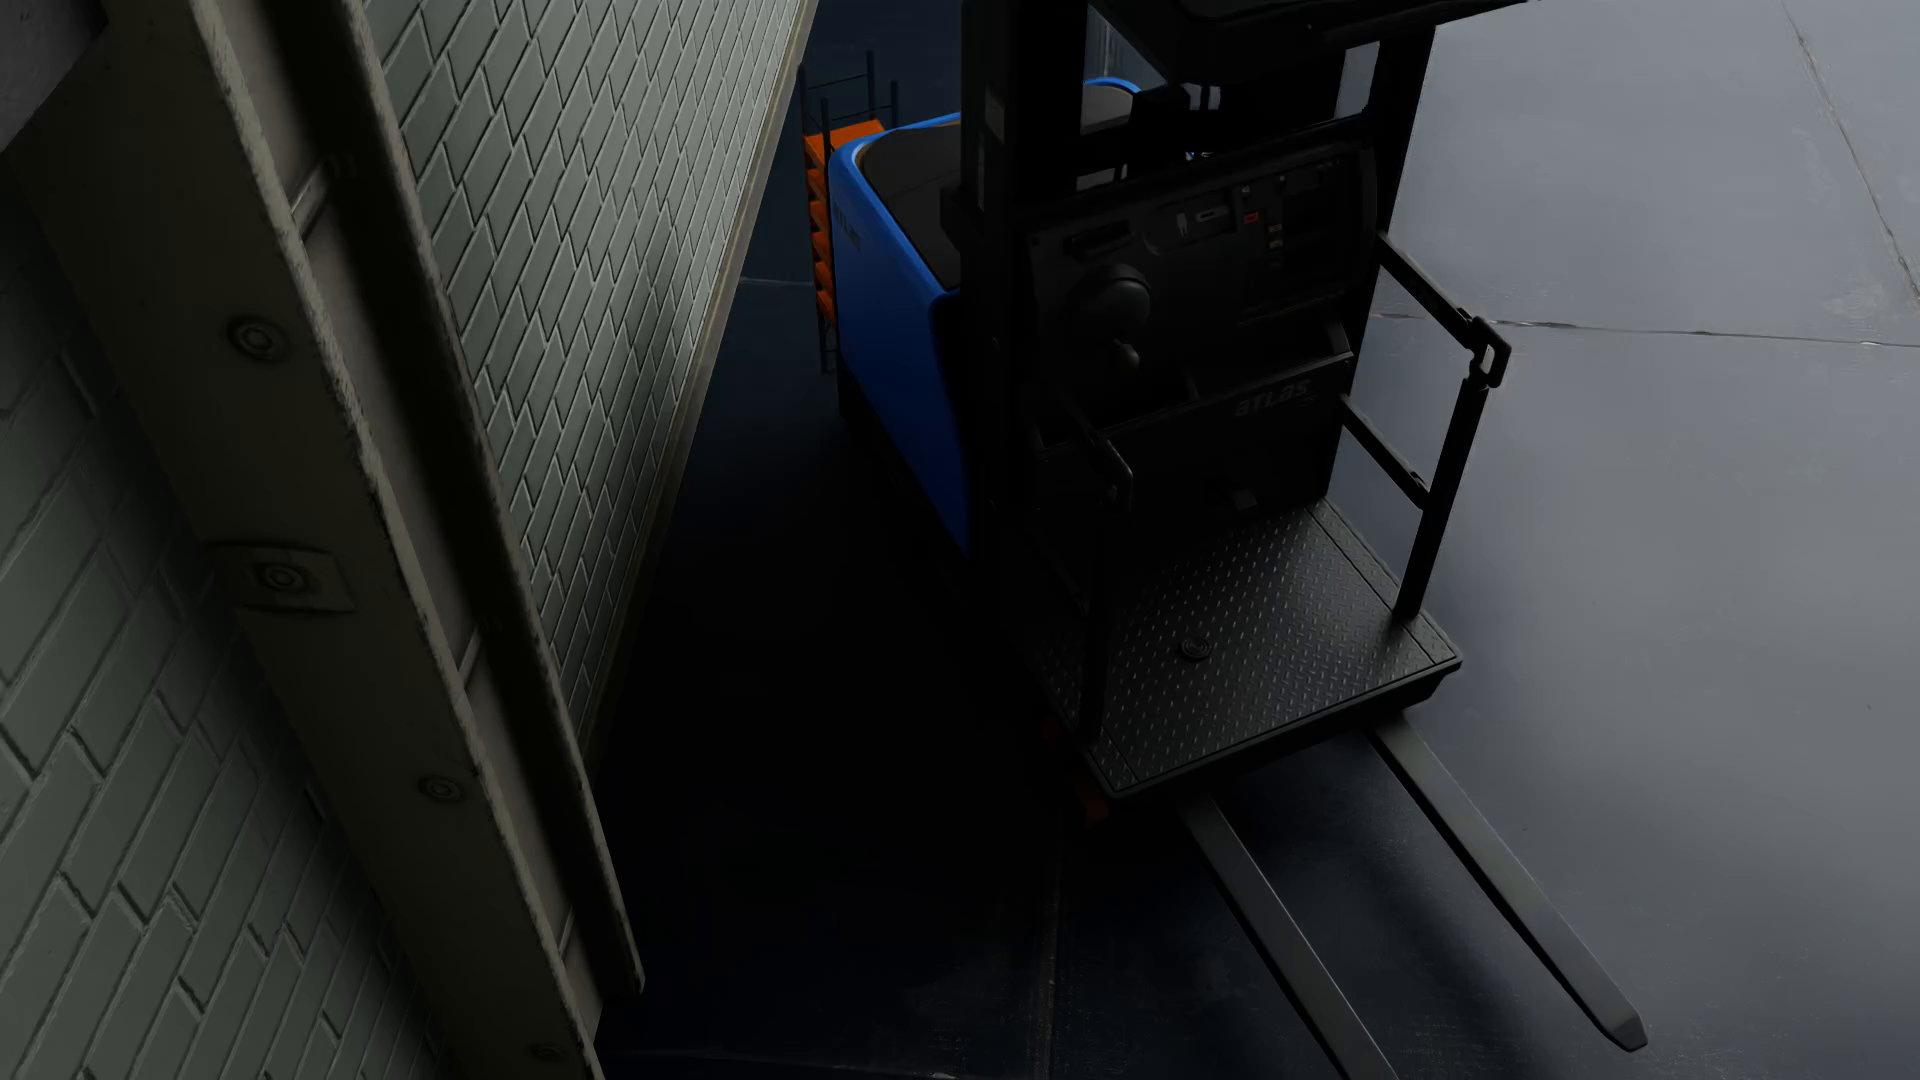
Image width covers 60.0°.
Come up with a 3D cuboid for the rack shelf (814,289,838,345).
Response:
[{"bbox_3d":[-0.331,-0.772,5.528,0.258,0.103,0.180,-19,50,-16],"label":"rack shelf"}]

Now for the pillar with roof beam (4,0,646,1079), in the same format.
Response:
[{"bbox_3d":[3.316,-1.504,0.527,9.100,9.000,0.400,4,48,4],"label":"pillar with roof beam"}]

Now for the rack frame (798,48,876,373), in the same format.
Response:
[{"bbox_3d":[-0.369,-1.025,5.375,0.240,1.200,0.006,-19,50,-16],"label":"rack frame"}]

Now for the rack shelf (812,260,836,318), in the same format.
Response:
[{"bbox_3d":[-0.331,-0.853,5.440,0.258,0.103,0.180,-19,50,-16],"label":"rack shelf"}]

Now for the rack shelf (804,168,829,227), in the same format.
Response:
[{"bbox_3d":[-0.331,-1.096,5.174,0.258,0.103,0.180,-19,50,-16],"label":"rack shelf"}]

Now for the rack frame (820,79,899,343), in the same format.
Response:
[{"bbox_3d":[-0.292,-0.903,5.263,0.240,1.200,0.006,-19,50,-16],"label":"rack frame"}]

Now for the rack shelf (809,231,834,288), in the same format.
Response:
[{"bbox_3d":[-0.331,-0.934,5.351,0.258,0.103,0.180,-19,50,-16],"label":"rack shelf"}]

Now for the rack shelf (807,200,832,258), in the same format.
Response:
[{"bbox_3d":[-0.331,-1.015,5.263,0.258,0.103,0.180,-19,50,-16],"label":"rack shelf"}]

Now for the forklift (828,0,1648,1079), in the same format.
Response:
[{"bbox_3d":[0.672,-0.579,3.793,1.130,2.935,3.031,-19,50,-16],"label":"forklift"}]

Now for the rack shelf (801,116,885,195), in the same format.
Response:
[{"bbox_3d":[-0.331,-1.177,5.086,0.258,0.103,0.180,-19,50,-16],"label":"rack shelf"}]

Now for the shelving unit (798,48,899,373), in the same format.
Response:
[{"bbox_3d":[-0.331,-0.964,5.319,0.258,1.200,0.189,-19,50,-16],"label":"shelving unit"}]
